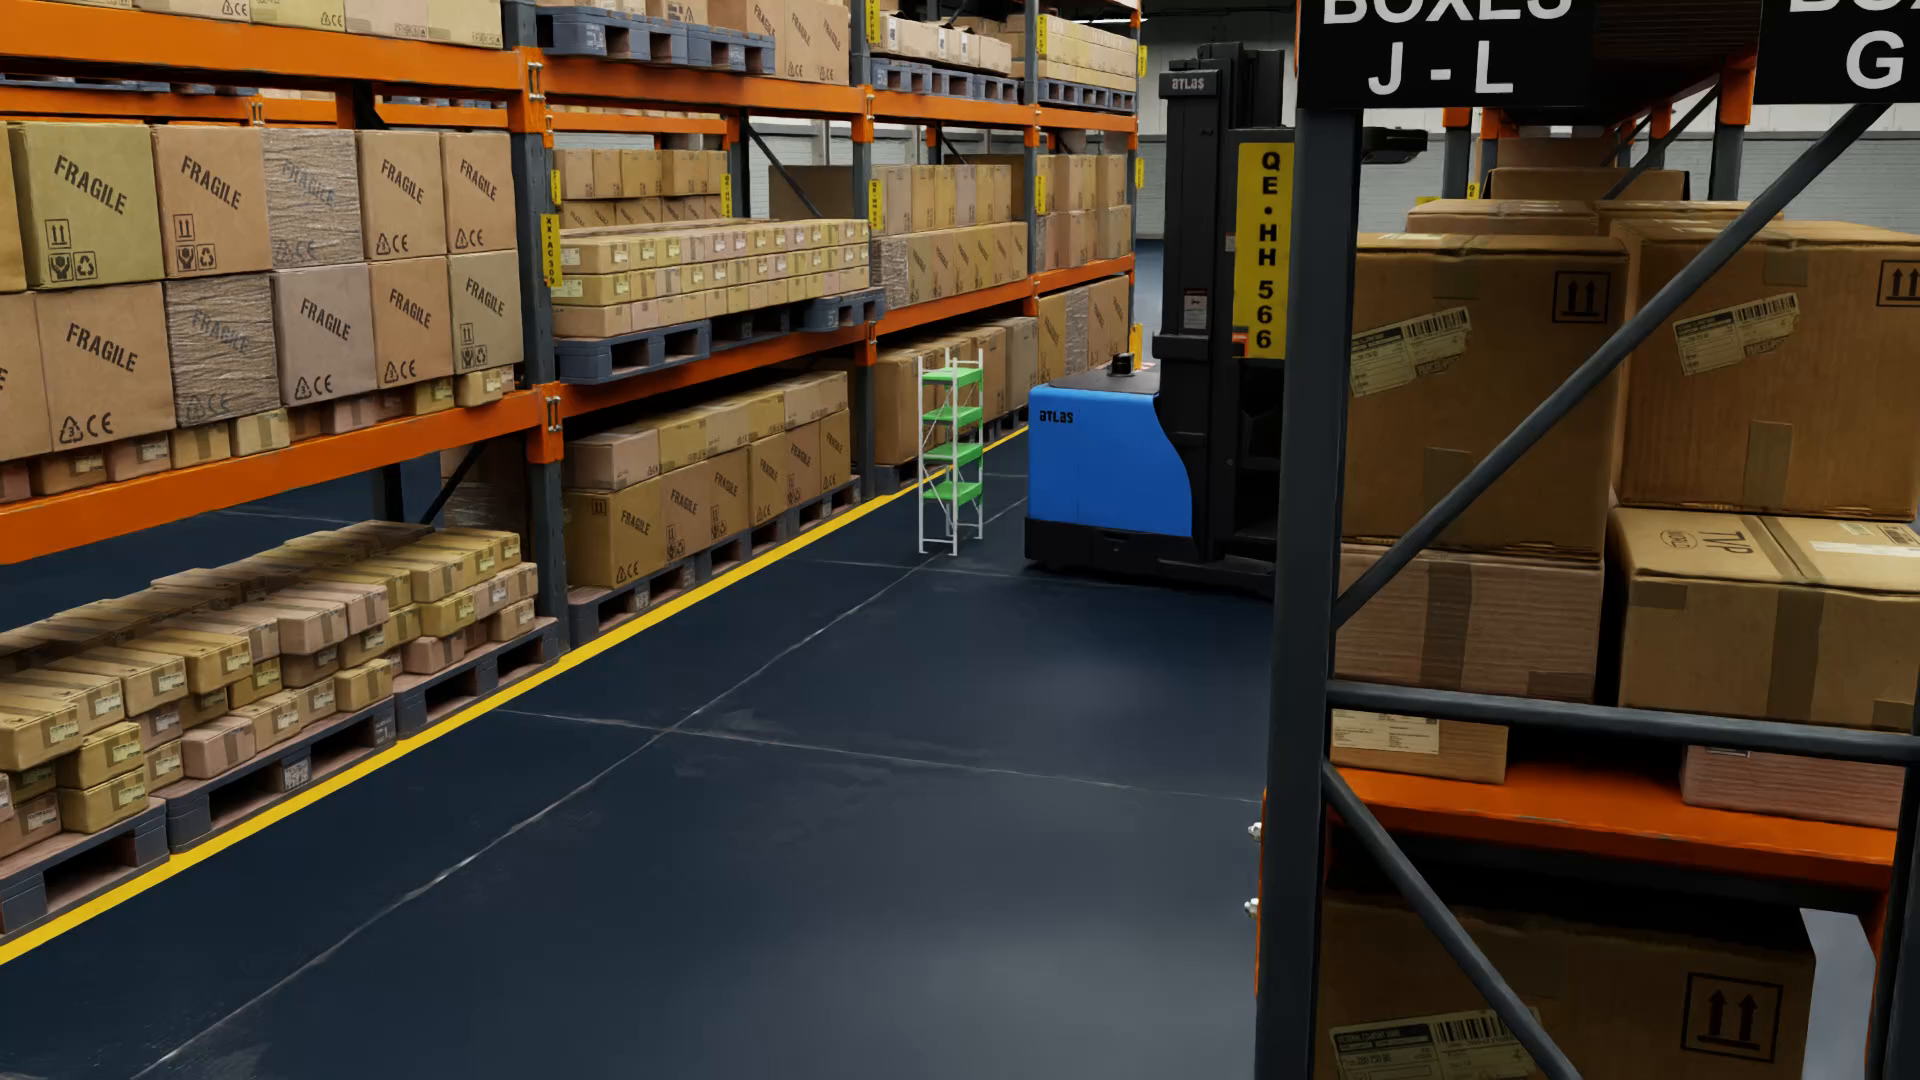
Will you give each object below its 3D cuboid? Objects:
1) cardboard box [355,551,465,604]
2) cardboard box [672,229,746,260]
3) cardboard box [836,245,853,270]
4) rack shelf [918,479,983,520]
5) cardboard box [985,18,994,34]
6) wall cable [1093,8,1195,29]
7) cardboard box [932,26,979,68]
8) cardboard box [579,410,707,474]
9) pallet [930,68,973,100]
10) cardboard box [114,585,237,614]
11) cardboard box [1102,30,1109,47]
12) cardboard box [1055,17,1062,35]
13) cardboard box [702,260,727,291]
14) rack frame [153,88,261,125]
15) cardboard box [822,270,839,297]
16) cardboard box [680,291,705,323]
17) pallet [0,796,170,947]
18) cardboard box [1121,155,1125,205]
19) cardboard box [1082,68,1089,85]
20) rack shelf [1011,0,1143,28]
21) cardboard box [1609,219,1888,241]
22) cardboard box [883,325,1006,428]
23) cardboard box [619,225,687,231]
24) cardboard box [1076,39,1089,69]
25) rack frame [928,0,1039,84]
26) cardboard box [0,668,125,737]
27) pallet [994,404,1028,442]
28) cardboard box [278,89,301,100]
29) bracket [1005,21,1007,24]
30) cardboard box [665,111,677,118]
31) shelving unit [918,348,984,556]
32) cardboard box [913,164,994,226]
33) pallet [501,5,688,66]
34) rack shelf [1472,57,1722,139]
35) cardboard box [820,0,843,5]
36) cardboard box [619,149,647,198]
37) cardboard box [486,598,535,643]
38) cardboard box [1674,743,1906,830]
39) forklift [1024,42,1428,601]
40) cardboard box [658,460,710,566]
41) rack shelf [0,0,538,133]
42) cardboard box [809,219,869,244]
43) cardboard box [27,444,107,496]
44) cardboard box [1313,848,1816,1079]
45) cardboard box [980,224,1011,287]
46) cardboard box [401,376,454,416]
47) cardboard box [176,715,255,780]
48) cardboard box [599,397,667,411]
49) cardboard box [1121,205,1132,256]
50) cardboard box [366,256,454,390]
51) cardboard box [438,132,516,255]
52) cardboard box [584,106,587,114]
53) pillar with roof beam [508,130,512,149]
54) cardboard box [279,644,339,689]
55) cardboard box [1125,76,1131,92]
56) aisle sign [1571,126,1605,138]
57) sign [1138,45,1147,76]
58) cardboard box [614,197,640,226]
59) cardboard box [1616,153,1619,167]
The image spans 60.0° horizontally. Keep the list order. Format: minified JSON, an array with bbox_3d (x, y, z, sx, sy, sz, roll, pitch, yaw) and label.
[{"bbox_3d":[-2.374,0.159,7.175,0.380,0.149,0.250,4,14,18],"label":"cardboard box"},{"bbox_3d":[-1.406,-1.633,9.187,0.380,0.149,0.250,5,14,20],"label":"cardboard box"},{"bbox_3d":[-0.906,-1.815,10.653,0.380,0.149,0.250,5,14,21],"label":"cardboard box"},{"bbox_3d":[-0.054,-0.254,10.269,0.258,0.148,0.480,4,14,18],"label":"rack shelf"},{"bbox_3d":[0.101,-4.759,15.460,0.380,0.149,0.250,4,14,18],"label":"cardboard box"},{"bbox_3d":[5.475,-14.596,49.841,3.097,2.526,0.112,4,14,18],"label":"wall cable"},{"bbox_3d":[-0.157,-3.911,13.173,0.500,0.311,0.500,4,13,16],"label":"cardboard box"},{"bbox_3d":[-1.728,-0.540,9.099,0.500,0.250,0.500,5,14,20],"label":"cardboard box"},{"bbox_3d":[-0.575,-3.527,12.881,1.003,0.211,1.213,5,14,21],"label":"pallet"},{"bbox_3d":[-3.107,0.292,6.594,0.380,0.149,0.250,4,13,16],"label":"cardboard box"},{"bbox_3d":[1.296,-5.085,16.888,0.380,0.149,0.250,4,13,18],"label":"cardboard box"},{"bbox_3d":[0.723,-4.712,15.253,0.380,0.149,0.250,4,14,18],"label":"cardboard box"},{"bbox_3d":[-1.490,-1.437,8.995,0.380,0.149,0.250,5,14,21],"label":"cardboard box"},{"bbox_3d":[-5.809,-2.116,13.019,1.000,3.000,0.127,4,14,18],"label":"rack frame"},{"bbox_3d":[-0.982,-1.620,10.466,0.380,0.149,0.250,5,14,19],"label":"cardboard box"},{"bbox_3d":[-1.573,-1.235,8.779,0.380,0.149,0.250,4,14,19],"label":"cardboard box"},{"bbox_3d":[-3.360,1.078,5.290,1.003,0.211,1.213,4,14,18],"label":"pallet"},{"bbox_3d":[1.339,-3.990,18.464,0.875,0.550,0.550,4,14,18],"label":"cardboard box"},{"bbox_3d":[1.052,-4.537,16.281,0.380,0.149,0.250,4,14,18],"label":"cardboard box"},{"bbox_3d":[0.849,-5.424,16.543,1.077,0.370,4.000,4,14,18],"label":"rack shelf"},{"bbox_3d":[1.714,-0.452,3.712,0.500,0.500,0.500,4,13,17],"label":"cardboard box"},{"bbox_3d":[-0.230,-1.391,13.955,1.050,0.750,0.750,4,14,18],"label":"cardboard box"},{"bbox_3d":[-1.849,-1.793,9.888,0.380,0.149,0.250,5,14,20],"label":"cardboard box"},{"bbox_3d":[0.950,-4.707,16.127,0.500,0.250,0.500,4,14,18],"label":"cardboard box"},{"bbox_3d":[0.202,-5.548,14.573,1.000,3.000,0.127,4,14,18],"label":"rack frame"},{"bbox_3d":[-3.010,0.544,5.491,0.380,0.149,0.250,4,13,16],"label":"cardboard box"},{"bbox_3d":[0.024,-1.096,14.816,1.003,0.211,1.213,4,14,18],"label":"pallet"},{"bbox_3d":[-5.463,-3.621,13.173,0.396,0.266,0.258,4,14,18],"label":"cardboard box"},{"bbox_3d":[1.756,-15.508,50.122,0.076,0.066,3.189,4,14,18],"label":"bracket"},{"bbox_3d":[-3.420,-4.833,18.744,0.380,0.149,0.250,4,14,18],"label":"cardboard box"},{"bbox_3d":[-0.054,-0.550,10.202,0.258,1.200,0.503,4,14,18],"label":"shelving unit"},{"bbox_3d":[-0.118,-2.946,14.183,0.700,0.500,0.500,4,13,17],"label":"cardboard box"},{"bbox_3d":[-2.086,-2.432,8.084,1.213,0.211,1.003,4,14,18],"label":"pallet"},{"bbox_3d":[2.921,-2.093,7.794,1.077,0.370,4.000,4,14,18],"label":"rack shelf"},{"bbox_3d":[-0.977,-3.562,10.666,0.396,0.266,0.258,4,14,18],"label":"cardboard box"},{"bbox_3d":[-3.793,-3.927,17.810,0.700,0.500,0.500,4,13,17],"label":"cardboard box"},{"bbox_3d":[-2.191,0.353,7.662,0.380,0.149,0.250,5,14,19],"label":"cardboard box"},{"bbox_3d":[1.407,0.353,2.765,0.380,0.149,0.250,5,14,19],"label":"cardboard box"},{"bbox_3d":[1.918,-1.192,9.123,3.031,2.935,1.130,7,15,28],"label":"forklift"},{"bbox_3d":[-1.727,-0.173,9.179,0.500,0.500,0.500,5,14,21],"label":"cardboard box"},{"bbox_3d":[-3.034,-1.630,5.762,1.077,0.370,4.000,4,14,18],"label":"rack shelf"},{"bbox_3d":[-0.817,-2.017,10.869,0.380,0.149,0.250,4,13,16],"label":"cardboard box"},{"bbox_3d":[-3.020,-0.248,5.398,0.380,0.149,0.250,4,14,18],"label":"cardboard box"},{"bbox_3d":[1.111,0.972,3.318,0.875,0.875,0.875,4,14,18],"label":"cardboard box"},{"bbox_3d":[0.123,-2.437,14.198,0.500,0.500,0.500,4,14,18],"label":"cardboard box"},{"bbox_3d":[-2.381,-0.625,7.052,0.380,0.149,0.250,5,14,21],"label":"cardboard box"},{"bbox_3d":[-2.786,0.735,5.991,0.380,0.149,0.250,4,13,16],"label":"cardboard box"},{"bbox_3d":[-2.048,-0.685,9.738,0.500,0.250,0.500,4,13,16],"label":"cardboard box"},{"bbox_3d":[1.419,-3.457,18.557,0.875,0.550,0.550,4,14,18],"label":"cardboard box"},{"bbox_3d":[-2.445,-0.901,6.803,0.500,0.500,0.500,4,13,17],"label":"cardboard box"},{"bbox_3d":[-2.283,-1.502,7.187,0.500,0.500,0.500,4,13,16],"label":"cardboard box"},{"bbox_3d":[-4.068,-4.458,17.101,0.380,0.149,0.250,4,14,18],"label":"cardboard box"},{"bbox_3d":[-2.982,-7.954,25.113,9.100,9.000,0.400,4,14,18],"label":"pillar with roof beam"},{"bbox_3d":[-2.677,0.462,6.519,0.380,0.149,0.250,4,13,16],"label":"cardboard box"},{"bbox_3d":[1.627,-4.912,17.921,0.380,0.149,0.250,4,14,19],"label":"cardboard box"},{"bbox_3d":[6.461,-4.346,16.946,0.394,0.787,0.004,4,14,18],"label":"aisle sign"},{"bbox_3d":[2.005,-5.279,18.323,0.100,0.325,0.005,4,14,18],"label":"sign"},{"bbox_3d":[-3.793,-3.437,17.912,0.500,0.500,0.500,4,14,18],"label":"cardboard box"},{"bbox_3d":[5.249,-3.003,13.762,0.500,0.500,0.500,4,14,18],"label":"cardboard box"}]
